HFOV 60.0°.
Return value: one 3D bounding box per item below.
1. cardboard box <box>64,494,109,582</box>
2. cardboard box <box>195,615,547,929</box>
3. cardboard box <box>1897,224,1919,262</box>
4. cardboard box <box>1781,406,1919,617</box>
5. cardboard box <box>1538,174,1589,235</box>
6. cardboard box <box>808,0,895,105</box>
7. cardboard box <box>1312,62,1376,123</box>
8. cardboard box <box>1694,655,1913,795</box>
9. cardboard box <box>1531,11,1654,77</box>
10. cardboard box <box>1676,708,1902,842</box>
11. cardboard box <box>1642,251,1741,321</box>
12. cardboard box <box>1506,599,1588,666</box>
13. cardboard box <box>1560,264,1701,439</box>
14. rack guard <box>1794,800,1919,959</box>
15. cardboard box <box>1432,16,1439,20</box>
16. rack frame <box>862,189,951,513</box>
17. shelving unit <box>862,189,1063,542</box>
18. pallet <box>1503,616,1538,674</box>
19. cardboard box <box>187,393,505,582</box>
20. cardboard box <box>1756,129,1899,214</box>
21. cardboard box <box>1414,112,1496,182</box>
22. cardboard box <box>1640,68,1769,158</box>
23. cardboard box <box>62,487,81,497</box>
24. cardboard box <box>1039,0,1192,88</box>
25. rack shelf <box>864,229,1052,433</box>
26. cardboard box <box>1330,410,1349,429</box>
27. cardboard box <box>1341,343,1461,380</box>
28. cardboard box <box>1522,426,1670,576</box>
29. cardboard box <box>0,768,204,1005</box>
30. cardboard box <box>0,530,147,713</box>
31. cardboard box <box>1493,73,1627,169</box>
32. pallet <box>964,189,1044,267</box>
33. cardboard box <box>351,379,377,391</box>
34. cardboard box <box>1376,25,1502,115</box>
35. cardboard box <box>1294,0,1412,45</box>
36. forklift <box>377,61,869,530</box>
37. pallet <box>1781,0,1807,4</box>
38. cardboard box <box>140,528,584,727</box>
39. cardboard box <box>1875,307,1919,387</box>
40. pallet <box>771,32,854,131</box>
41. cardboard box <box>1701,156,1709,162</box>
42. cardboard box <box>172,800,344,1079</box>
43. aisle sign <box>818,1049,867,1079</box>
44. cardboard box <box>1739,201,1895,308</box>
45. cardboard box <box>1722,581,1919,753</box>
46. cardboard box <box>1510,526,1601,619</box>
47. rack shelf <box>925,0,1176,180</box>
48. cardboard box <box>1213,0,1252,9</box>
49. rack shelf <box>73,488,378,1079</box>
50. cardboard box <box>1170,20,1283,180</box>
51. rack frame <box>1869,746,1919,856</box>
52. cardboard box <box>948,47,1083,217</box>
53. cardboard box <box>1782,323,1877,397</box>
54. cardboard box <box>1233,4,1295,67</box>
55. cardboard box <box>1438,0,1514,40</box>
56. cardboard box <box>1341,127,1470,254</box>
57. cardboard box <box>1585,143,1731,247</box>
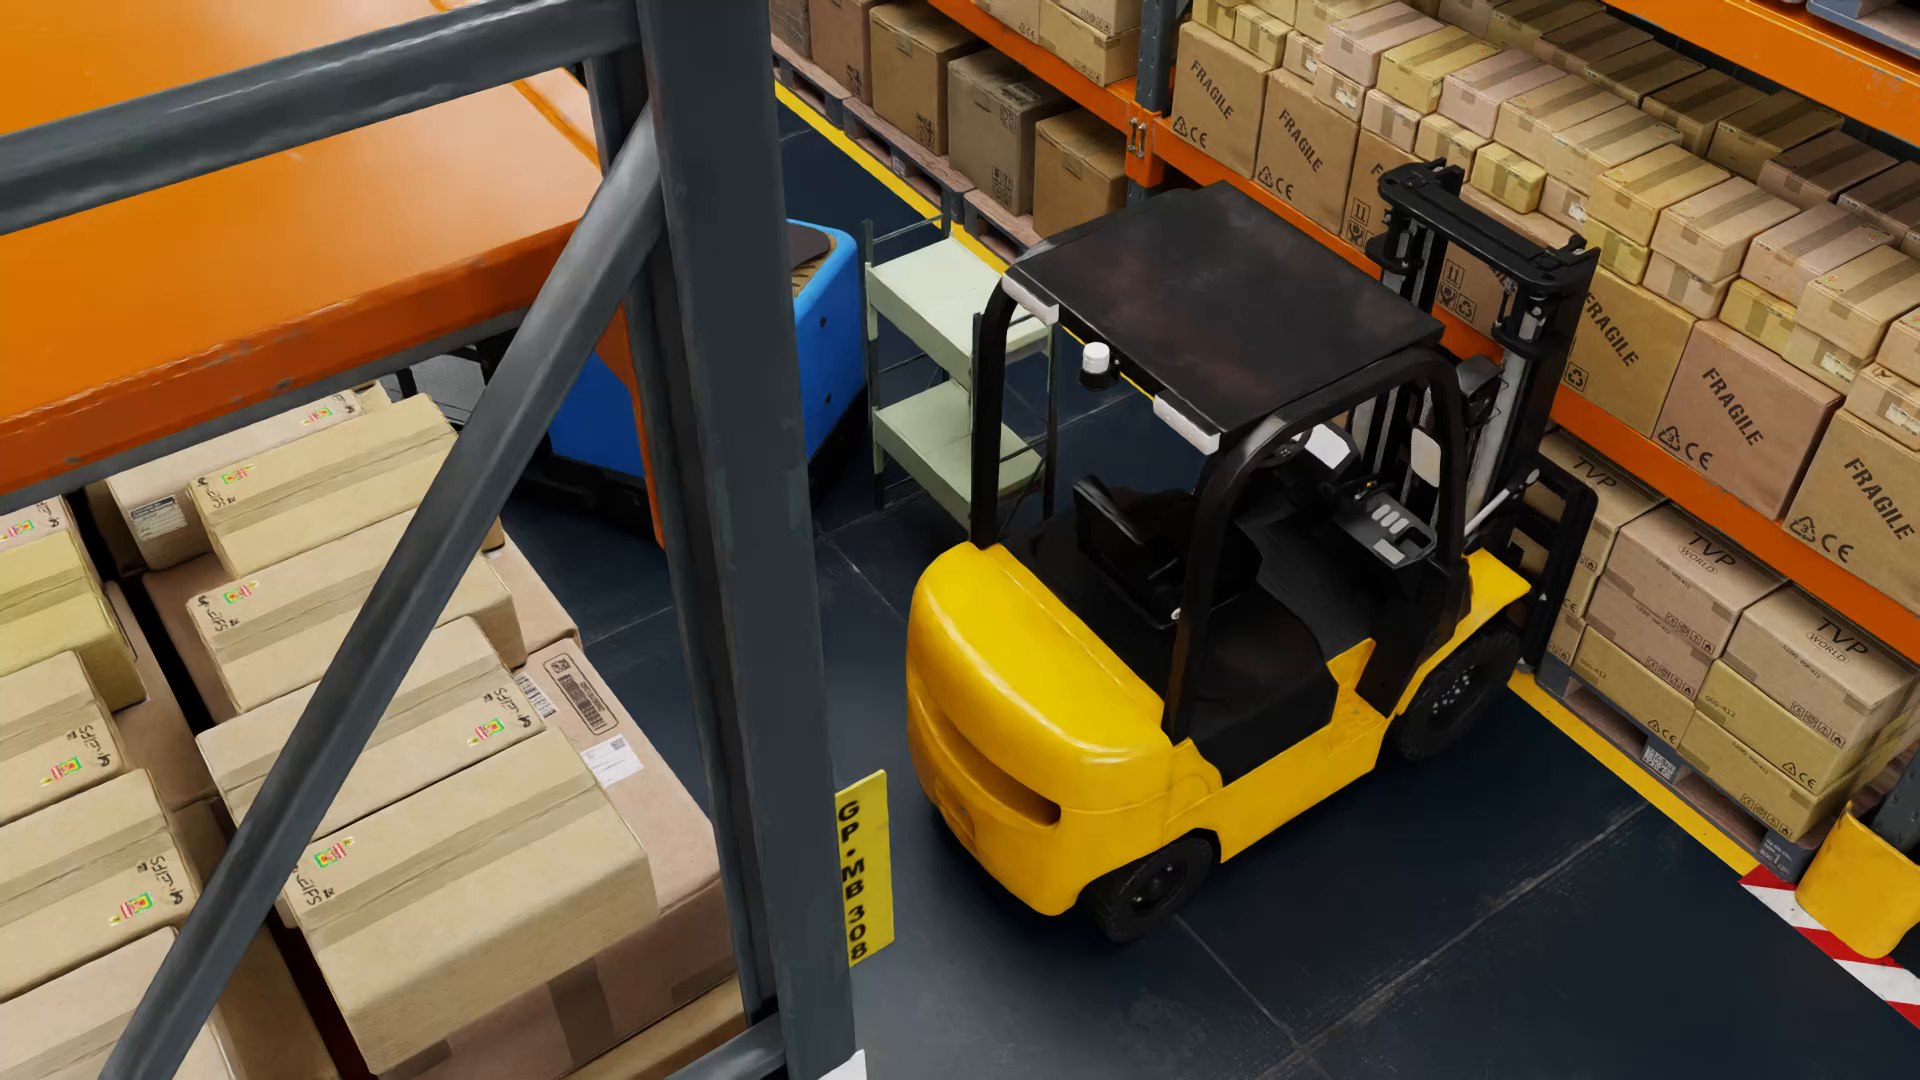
[{"bbox_3d":[-1.667,0.098,2.687,0.500,0.250,0.500,-24,49,-23],"label":"cardboard box"},{"bbox_3d":[-0.759,0.296,2.190,0.380,0.149,0.250,-26,49,-25],"label":"cardboard box"},{"bbox_3d":[3.201,-0.924,5.279,0.380,0.149,0.250,-25,49,-24],"label":"cardboard box"},{"bbox_3d":[3.006,-0.177,5.181,0.500,0.500,0.500,-27,50,-25],"label":"cardboard box"},{"bbox_3d":[2.252,-1.216,5.800,0.380,0.149,0.250,-26,49,-25],"label":"cardboard box"},{"bbox_3d":[-0.348,-3.064,9.694,0.875,0.625,0.625,-24,49,-23],"label":"cardboard box"},{"bbox_3d":[1.583,-1.766,6.376,0.380,0.149,0.250,-25,49,-24],"label":"cardboard box"},{"bbox_3d":[2.968,0.544,5.824,0.500,0.250,0.500,-26,50,-25],"label":"cardboard box"},{"bbox_3d":[2.351,-1.810,6.207,0.380,0.149,0.250,-26,50,-25],"label":"cardboard box"},{"bbox_3d":[2.975,0.736,5.985,0.500,0.250,0.500,-25,49,-24],"label":"cardboard box"},{"bbox_3d":[2.482,-0.904,5.473,0.380,0.149,0.250,-27,50,-26],"label":"cardboard box"},{"bbox_3d":[2.420,0.163,6.585,0.500,0.250,0.500,-25,49,-24],"label":"cardboard box"},{"bbox_3d":[2.423,-0.764,5.797,0.500,0.500,0.500,-27,50,-25],"label":"cardboard box"},{"bbox_3d":[3.517,0.952,5.882,1.175,0.500,0.348,-26,49,-24],"label":"rack guard"},{"bbox_3d":[1.925,-2.140,6.768,0.380,0.149,0.250,-25,49,-23],"label":"cardboard box"},{"bbox_3d":[-0.206,-0.746,6.936,0.400,1.500,0.023,-26,49,-24],"label":"rack frame"},{"bbox_3d":[0.004,-0.539,6.719,0.431,1.500,0.755,-26,49,-24],"label":"shelving unit"},{"bbox_3d":[2.337,-0.064,7.155,1.003,0.211,1.213,-26,49,-24],"label":"pallet"},{"bbox_3d":[-0.934,-0.041,2.544,0.380,0.149,0.250,-26,49,-25],"label":"cardboard box"},{"bbox_3d":[2.901,-1.209,5.578,0.380,0.149,0.250,-24,49,-23],"label":"cardboard box"},{"bbox_3d":[1.890,-1.481,6.078,0.380,0.149,0.250,-27,50,-26],"label":"cardboard box"},{"bbox_3d":[2.625,-1.506,5.888,0.380,0.149,0.250,-25,49,-24],"label":"cardboard box"},{"bbox_3d":[-1.644,-0.123,2.629,0.380,0.149,0.250,-27,50,-26],"label":"cardboard box"},{"bbox_3d":[0.712,-2.359,7.648,0.500,0.250,0.500,-25,49,-24],"label":"cardboard box"},{"bbox_3d":[0.004,-0.821,6.450,0.431,0.370,0.720,-26,49,-24],"label":"rack shelf"},{"bbox_3d":[1.806,-0.600,7.022,0.500,0.250,0.500,-26,50,-25],"label":"cardboard box"},{"bbox_3d":[1.812,-0.781,6.850,0.500,0.250,0.500,-24,49,-23],"label":"cardboard box"},{"bbox_3d":[2.390,-0.191,6.232,0.500,0.250,0.500,-25,49,-24],"label":"cardboard box"},{"bbox_3d":[-1.118,0.479,2.000,0.380,0.149,0.250,-25,49,-24],"label":"cardboard box"},{"bbox_3d":[-1.382,0.177,2.315,0.380,0.149,0.250,-25,49,-24],"label":"cardboard box"},{"bbox_3d":[2.113,-1.479,5.861,0.380,0.149,0.250,-26,49,-24],"label":"cardboard box"},{"bbox_3d":[0.761,-1.624,8.789,1.003,0.211,1.213,-26,49,-24],"label":"pallet"},{"bbox_3d":[-1.237,-0.324,2.840,0.380,0.149,0.250,-24,49,-23],"label":"cardboard box"},{"bbox_3d":[1.764,-1.736,6.129,0.380,0.149,0.250,-26,50,-25],"label":"cardboard box"},{"bbox_3d":[1.531,-2.058,6.467,0.380,0.149,0.250,-27,50,-25],"label":"cardboard box"},{"bbox_3d":[-1.990,-1.654,6.851,3.031,2.935,1.130,15,46,16],"label":"forklift"},{"bbox_3d":[2.418,-2.121,5.182,1.003,0.211,1.213,-26,49,-24],"label":"pallet"},{"bbox_3d":[-0.915,0.180,2.601,0.500,0.250,0.500,-26,50,-25],"label":"cardboard box"},{"bbox_3d":[2.959,-0.591,4.930,0.380,0.149,0.250,-26,49,-24],"label":"cardboard box"},{"bbox_3d":[-0.635,-3.006,10.237,1.003,0.211,1.213,-26,49,-24],"label":"pallet"},{"bbox_3d":[2.664,-1.408,6.001,0.380,0.149,0.250,-26,49,-25],"label":"cardboard box"},{"bbox_3d":[-1.080,0.676,2.082,0.500,0.250,0.500,-26,50,-25],"label":"cardboard box"},{"bbox_3d":[-0.276,0.970,2.170,0.394,0.787,0.004,-26,49,-24],"label":"aisle sign"},{"bbox_3d":[2.705,-0.899,5.253,0.380,0.149,0.250,-25,49,-24],"label":"cardboard box"},{"bbox_3d":[2.984,0.378,5.636,0.500,0.250,0.500,-24,49,-23],"label":"cardboard box"},{"bbox_3d":[2.378,-0.028,6.423,0.500,0.250,0.500,-27,50,-25],"label":"cardboard box"},{"bbox_3d":[0.071,-3.104,8.841,1.077,0.370,4.000,-26,49,-24],"label":"rack shelf"},{"bbox_3d":[1.154,-2.312,6.733,0.380,0.149,0.250,-25,49,-24],"label":"cardboard box"},{"bbox_3d":[-1.710,0.040,3.376,1.077,0.370,4.000,-26,49,-24],"label":"rack shelf"},{"bbox_3d":[1.254,-1.913,7.000,0.500,0.500,0.500,-27,50,-25],"label":"cardboard box"},{"bbox_3d":[3.503,0.034,5.033,1.000,3.000,0.127,-26,49,-24],"label":"rack frame"},{"bbox_3d":[0.469,-2.258,8.849,0.875,0.625,0.625,-26,50,-25],"label":"cardboard box"},{"bbox_3d":[2.806,-0.626,5.182,0.380,0.149,0.250,-25,49,-24],"label":"cardboard box"},{"bbox_3d":[1.331,-2.071,6.696,0.380,0.149,0.250,-25,49,-24],"label":"cardboard box"},{"bbox_3d":[2.112,-2.128,6.540,0.380,0.149,0.250,-27,50,-25],"label":"cardboard box"},{"bbox_3d":[1.857,-1.338,6.398,0.500,0.500,0.500,-26,50,-25],"label":"cardboard box"},{"bbox_3d":[2.313,-1.147,5.512,0.380,0.149,0.250,-25,49,-24],"label":"cardboard box"}]
